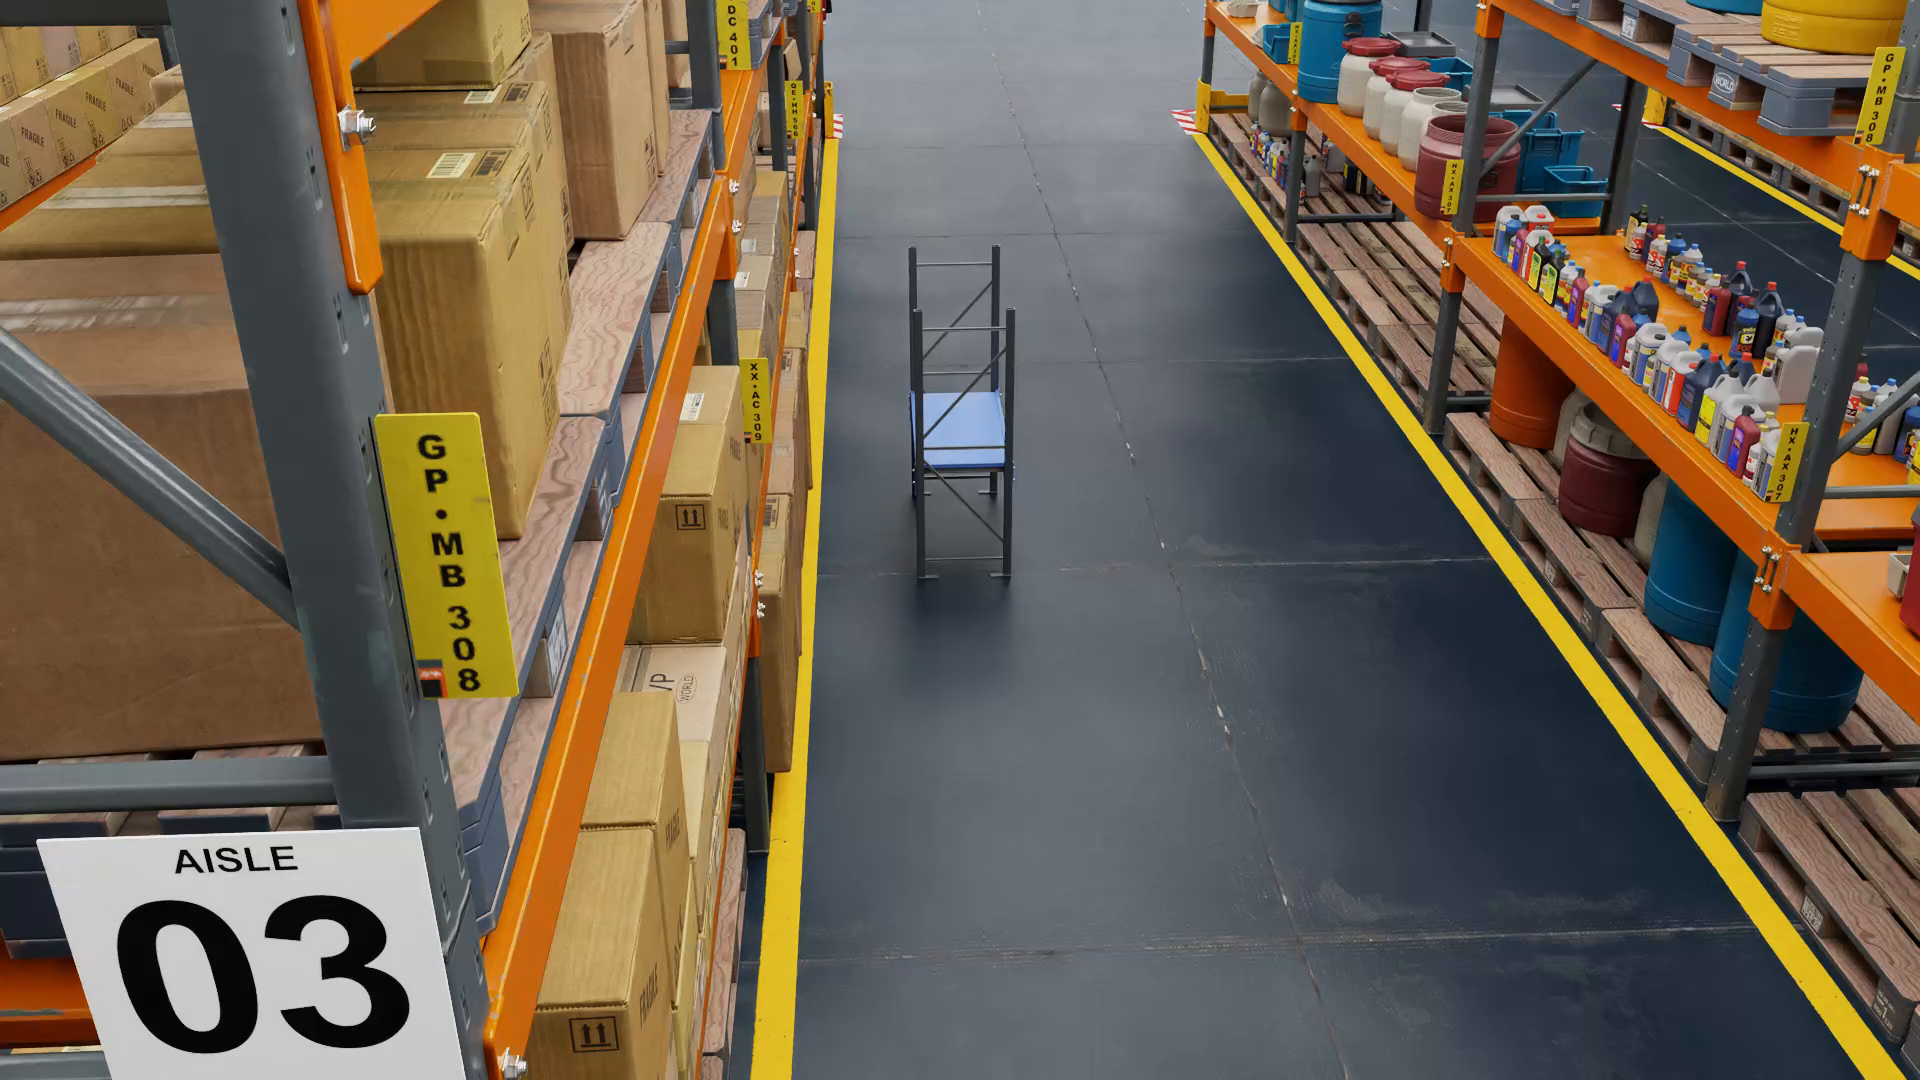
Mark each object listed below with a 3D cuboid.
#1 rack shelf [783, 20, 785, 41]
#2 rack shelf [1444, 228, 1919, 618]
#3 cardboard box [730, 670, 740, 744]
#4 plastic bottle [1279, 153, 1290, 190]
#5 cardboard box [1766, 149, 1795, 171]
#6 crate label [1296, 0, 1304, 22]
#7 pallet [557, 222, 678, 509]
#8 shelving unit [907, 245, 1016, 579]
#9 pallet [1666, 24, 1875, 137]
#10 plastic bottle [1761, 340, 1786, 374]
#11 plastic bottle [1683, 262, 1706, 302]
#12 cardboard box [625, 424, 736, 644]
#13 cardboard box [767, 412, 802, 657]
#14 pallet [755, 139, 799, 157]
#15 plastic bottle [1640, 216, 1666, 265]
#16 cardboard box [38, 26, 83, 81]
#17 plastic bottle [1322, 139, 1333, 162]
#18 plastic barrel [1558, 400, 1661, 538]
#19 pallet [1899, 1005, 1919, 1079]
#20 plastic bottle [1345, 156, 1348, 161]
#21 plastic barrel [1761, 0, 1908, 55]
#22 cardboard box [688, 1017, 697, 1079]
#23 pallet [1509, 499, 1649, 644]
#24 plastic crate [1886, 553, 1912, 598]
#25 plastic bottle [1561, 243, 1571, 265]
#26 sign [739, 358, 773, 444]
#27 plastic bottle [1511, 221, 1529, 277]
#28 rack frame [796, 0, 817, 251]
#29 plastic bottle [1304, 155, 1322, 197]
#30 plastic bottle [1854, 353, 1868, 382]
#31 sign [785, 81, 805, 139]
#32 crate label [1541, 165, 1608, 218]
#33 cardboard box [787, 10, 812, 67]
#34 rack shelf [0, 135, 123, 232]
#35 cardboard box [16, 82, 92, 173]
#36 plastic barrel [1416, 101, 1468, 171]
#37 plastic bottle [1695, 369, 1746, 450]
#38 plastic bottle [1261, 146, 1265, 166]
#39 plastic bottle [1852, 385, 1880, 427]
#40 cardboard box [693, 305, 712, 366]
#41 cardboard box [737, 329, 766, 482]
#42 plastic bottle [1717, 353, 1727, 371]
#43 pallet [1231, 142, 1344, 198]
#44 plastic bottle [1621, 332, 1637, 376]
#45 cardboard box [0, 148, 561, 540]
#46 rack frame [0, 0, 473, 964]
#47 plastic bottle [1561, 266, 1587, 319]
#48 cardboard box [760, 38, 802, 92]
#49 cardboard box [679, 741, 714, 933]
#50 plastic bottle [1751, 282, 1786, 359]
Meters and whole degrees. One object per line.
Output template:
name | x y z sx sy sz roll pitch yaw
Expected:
rack shelf | -1.595 -3.844 10.910 1.077 0.370 4.000 -1 28 -3
rack shelf | 3.560 -0.786 8.291 1.077 0.370 4.000 -1 28 -3
cardboard box | -0.898 0.539 5.245 0.380 0.149 0.250 -1 28 -2
plastic bottle | 2.915 -3.275 14.675 0.144 0.351 0.185 -3 28 -5
cardboard box | 7.894 -3.631 15.488 0.500 0.250 0.500 -1 28 -3
crate label | 3.404 -4.895 15.354 0.502 0.435 0.616 -1 28 -3
pallet | -1.189 -0.412 3.649 1.003 0.211 1.213 -1 28 -3
shelving unit | -0.004 -0.704 8.979 0.538 1.500 1.048 -1 28 -3
pallet | 3.526 -1.787 6.393 1.213 0.211 1.003 -1 28 -3
plastic bottle | 3.837 -0.839 7.830 0.097 0.201 0.097 0 28 0
plastic bottle | 3.928 -1.379 8.865 0.097 0.201 0.097 0 28 0
cardboard box | -0.969 -0.022 5.079 0.500 0.500 0.500 -1 28 -2
cardboard box | -1.383 -0.013 7.876 1.225 0.875 0.875 -2 28 -4
pallet | -1.635 -2.737 11.462 1.003 0.211 1.213 -1 28 -3
plastic bottle | 3.915 -1.694 9.380 0.061 0.283 0.133 -1 28 -3
cardboard box | -6.571 -3.471 11.471 0.700 0.500 0.500 -1 28 -2
plastic bottle | 3.441 -3.647 15.549 0.097 0.201 0.097 0 28 0
plastic barrel | 3.557 -0.398 8.924 0.600 0.588 0.708 -1 28 -3
pallet | 3.808 1.959 5.267 1.003 0.211 1.213 -1 28 -3
plastic bottle | 3.587 -3.563 15.226 0.144 0.351 0.185 -2 28 -3
plastic barrel | 3.414 -2.197 6.318 0.600 0.588 0.600 0 28 0
cardboard box | -0.817 1.251 3.880 0.380 0.149 0.250 -2 28 -4
pallet | 3.599 0.133 8.767 1.003 0.211 1.213 -1 28 -3
plastic crate | 3.546 0.127 5.982 0.396 0.136 0.243 -1 28 -3
plastic bottle | 3.303 -1.531 9.156 0.097 0.201 0.097 0 28 0
sign | -0.728 -0.495 5.933 0.100 0.325 0.005 -1 28 -3
plastic bottle | 3.127 -1.616 9.231 0.061 0.283 0.133 -1 28 -3
rack frame | -1.699 -3.756 13.208 1.000 3.000 0.127 -1 28 -3
plastic bottle | 3.069 -3.190 14.512 0.144 0.351 0.185 -1 28 -3
plastic bottle | 4.025 -0.719 7.512 0.061 0.283 0.133 -1 28 -3
sign | -0.936 -2.437 9.427 0.100 0.325 0.005 -1 28 -3
crate label | 3.808 -2.158 10.325 0.303 0.233 0.416 -1 28 -3
cardboard box | -1.661 -4.142 13.517 0.875 0.500 0.500 -1 28 -3
rack shelf | -6.553 -2.440 11.463 1.077 0.370 4.000 -1 28 -3
cardboard box | -6.282 -2.792 11.251 0.500 0.500 0.500 -2 28 -3
plastic barrel | 3.189 -2.548 10.771 0.421 0.512 0.421 0 28 0
plastic bottle | 3.290 -0.576 7.164 0.144 0.351 0.185 -1 28 -3
plastic bottle | 2.850 -3.582 15.425 0.097 0.201 0.097 0 28 0
plastic bottle | 4.018 -0.584 7.341 0.097 0.201 0.097 0 28 0
cardboard box | -1.323 -0.846 6.435 0.797 0.503 0.637 -2 28 -4
cardboard box | -1.083 -0.557 6.965 0.500 0.500 0.500 -1 28 -3
plastic bottle | 3.399 -0.712 7.510 0.097 0.271 0.097 0 28 0
pallet | 3.187 -3.515 15.762 1.003 0.211 1.213 -1 28 -3
plastic bottle | 3.223 -0.891 7.930 0.097 0.201 0.097 0 28 0
cardboard box | -1.063 -0.321 2.708 0.700 0.500 0.500 -2 28 -5
rack frame | -1.073 -0.874 1.195 1.000 3.000 0.127 -1 28 -3
plastic bottle | 3.182 -1.283 8.605 0.097 0.271 0.097 0 28 0
cardboard box | -1.517 -3.190 11.556 0.797 0.503 0.637 1 28 3
cardboard box | -0.917 0.779 4.353 0.500 0.250 0.500 -2 28 -4
plastic bottle | 3.946 -1.081 8.132 0.144 0.351 0.185 -1 28 -3
